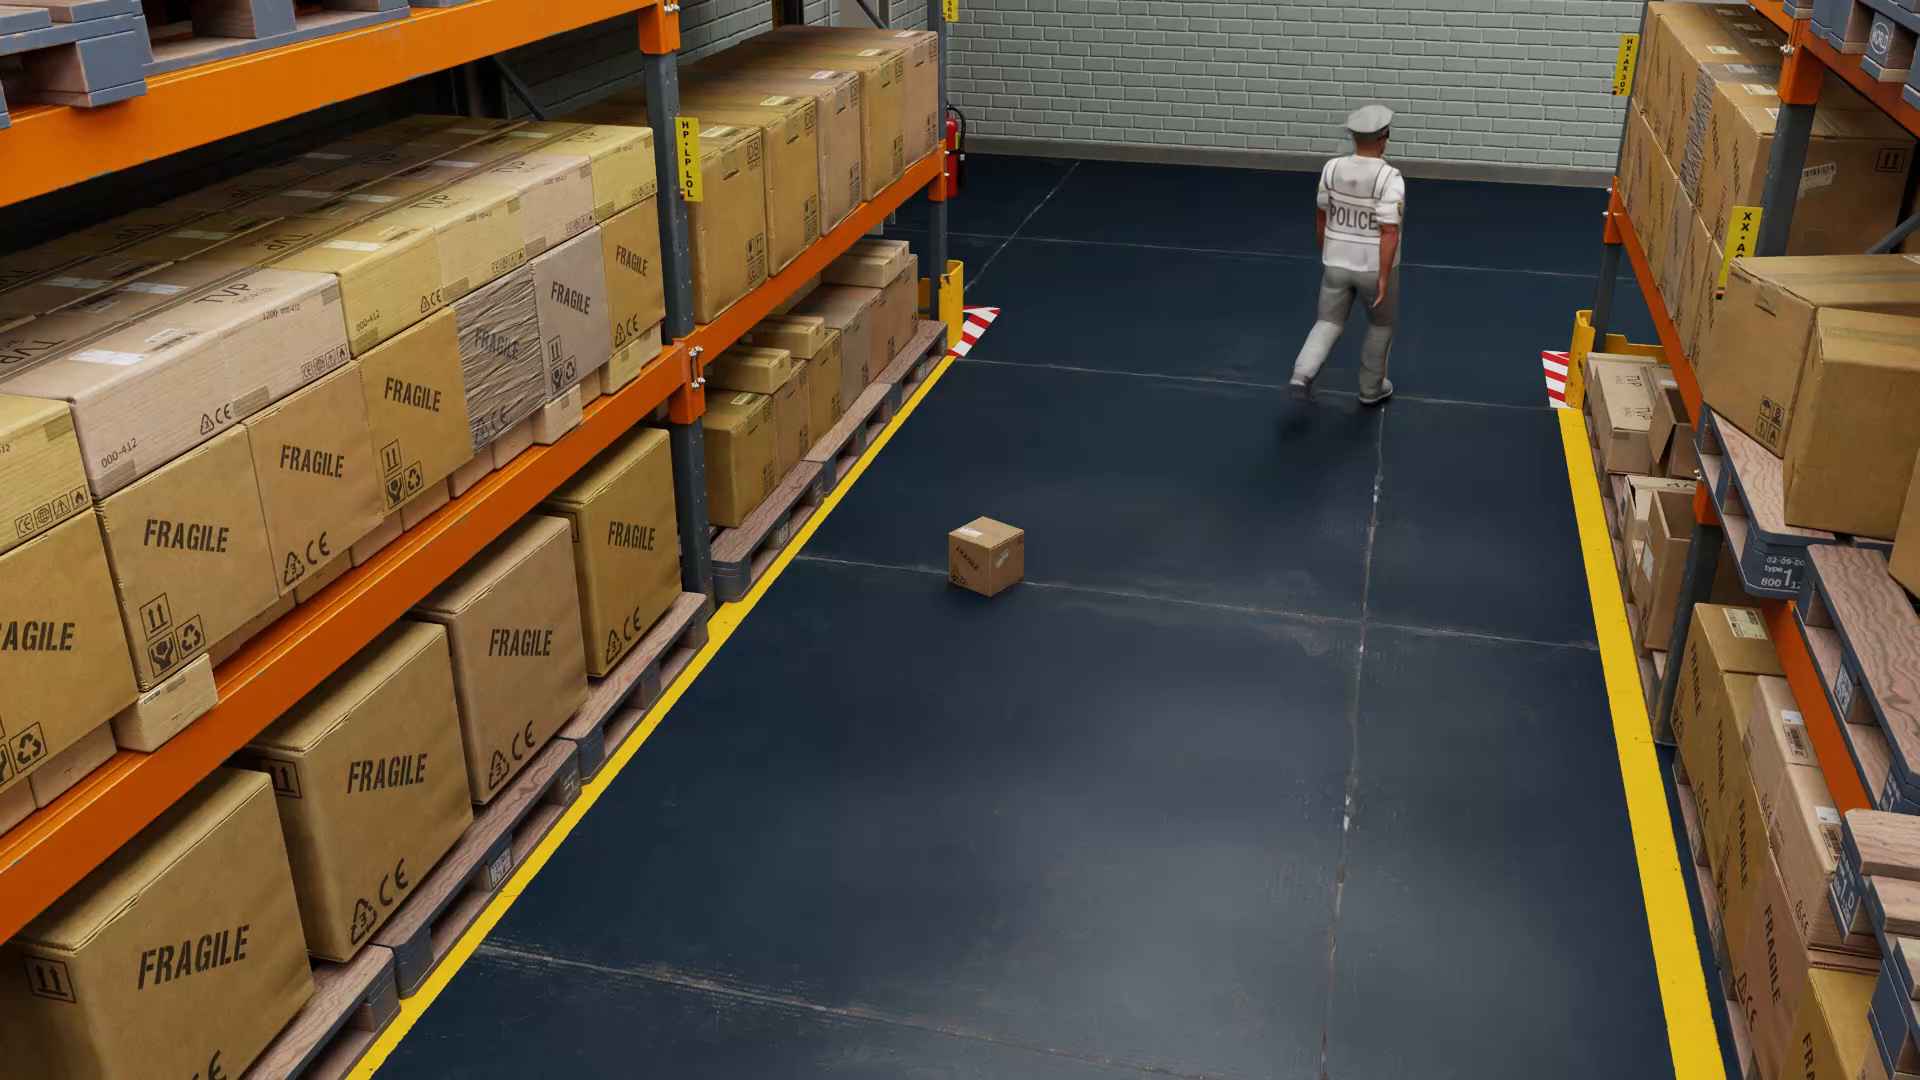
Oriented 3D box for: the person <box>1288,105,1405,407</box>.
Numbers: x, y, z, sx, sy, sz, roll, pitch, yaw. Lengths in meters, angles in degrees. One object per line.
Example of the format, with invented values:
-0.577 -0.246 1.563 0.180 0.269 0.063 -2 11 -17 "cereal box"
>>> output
2.243 -1.579 9.416 0.532 1.740 0.871 17 30 32 "person"
